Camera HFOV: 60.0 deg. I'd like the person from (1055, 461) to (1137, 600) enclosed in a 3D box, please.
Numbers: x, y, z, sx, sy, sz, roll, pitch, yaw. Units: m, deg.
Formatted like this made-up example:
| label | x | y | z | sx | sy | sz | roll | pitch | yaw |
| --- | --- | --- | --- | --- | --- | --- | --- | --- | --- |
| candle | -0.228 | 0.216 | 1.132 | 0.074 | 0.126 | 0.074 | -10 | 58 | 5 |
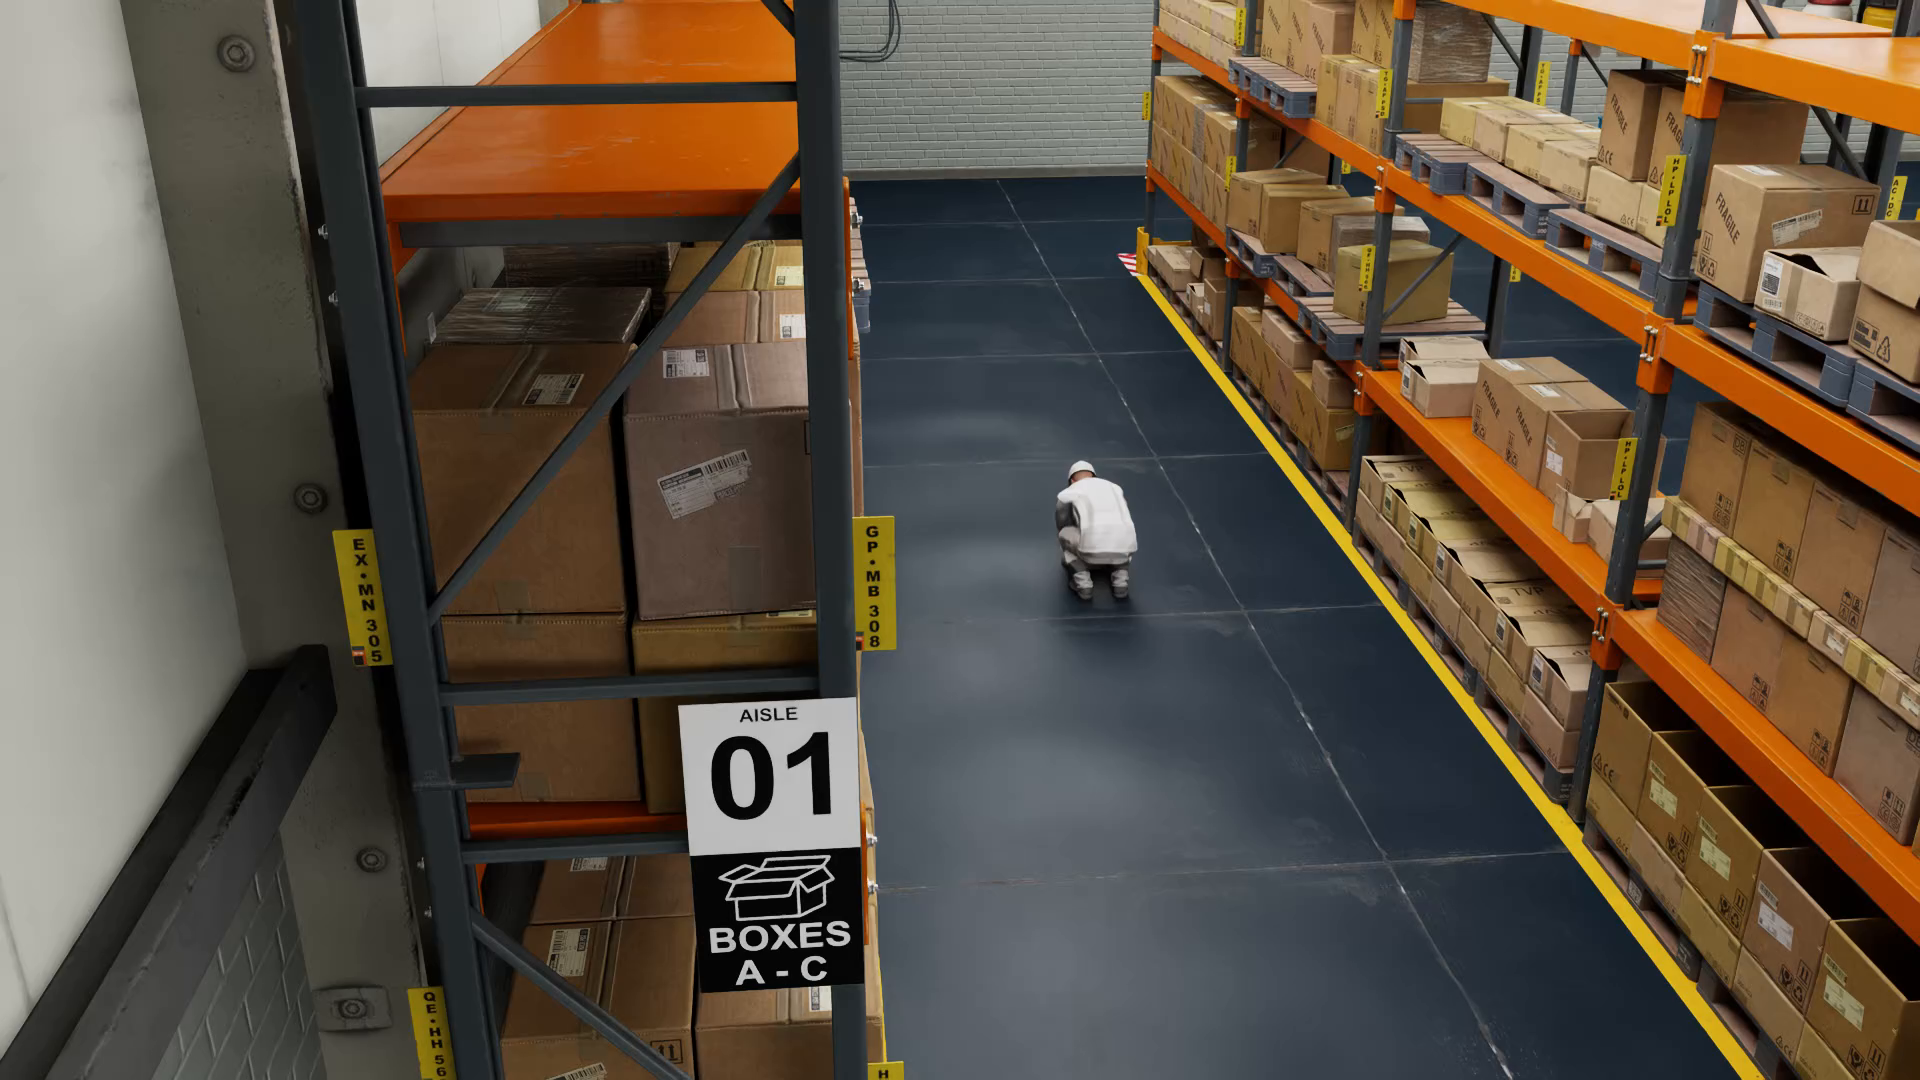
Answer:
| label | x | y | z | sx | sy | sz | roll | pitch | yaw |
| --- | --- | --- | --- | --- | --- | --- | --- | --- | --- |
| person | 0.958 | -0.019 | 11.730 | 0.547 | 0.877 | 0.923 | -2 | 24 | -6 |
